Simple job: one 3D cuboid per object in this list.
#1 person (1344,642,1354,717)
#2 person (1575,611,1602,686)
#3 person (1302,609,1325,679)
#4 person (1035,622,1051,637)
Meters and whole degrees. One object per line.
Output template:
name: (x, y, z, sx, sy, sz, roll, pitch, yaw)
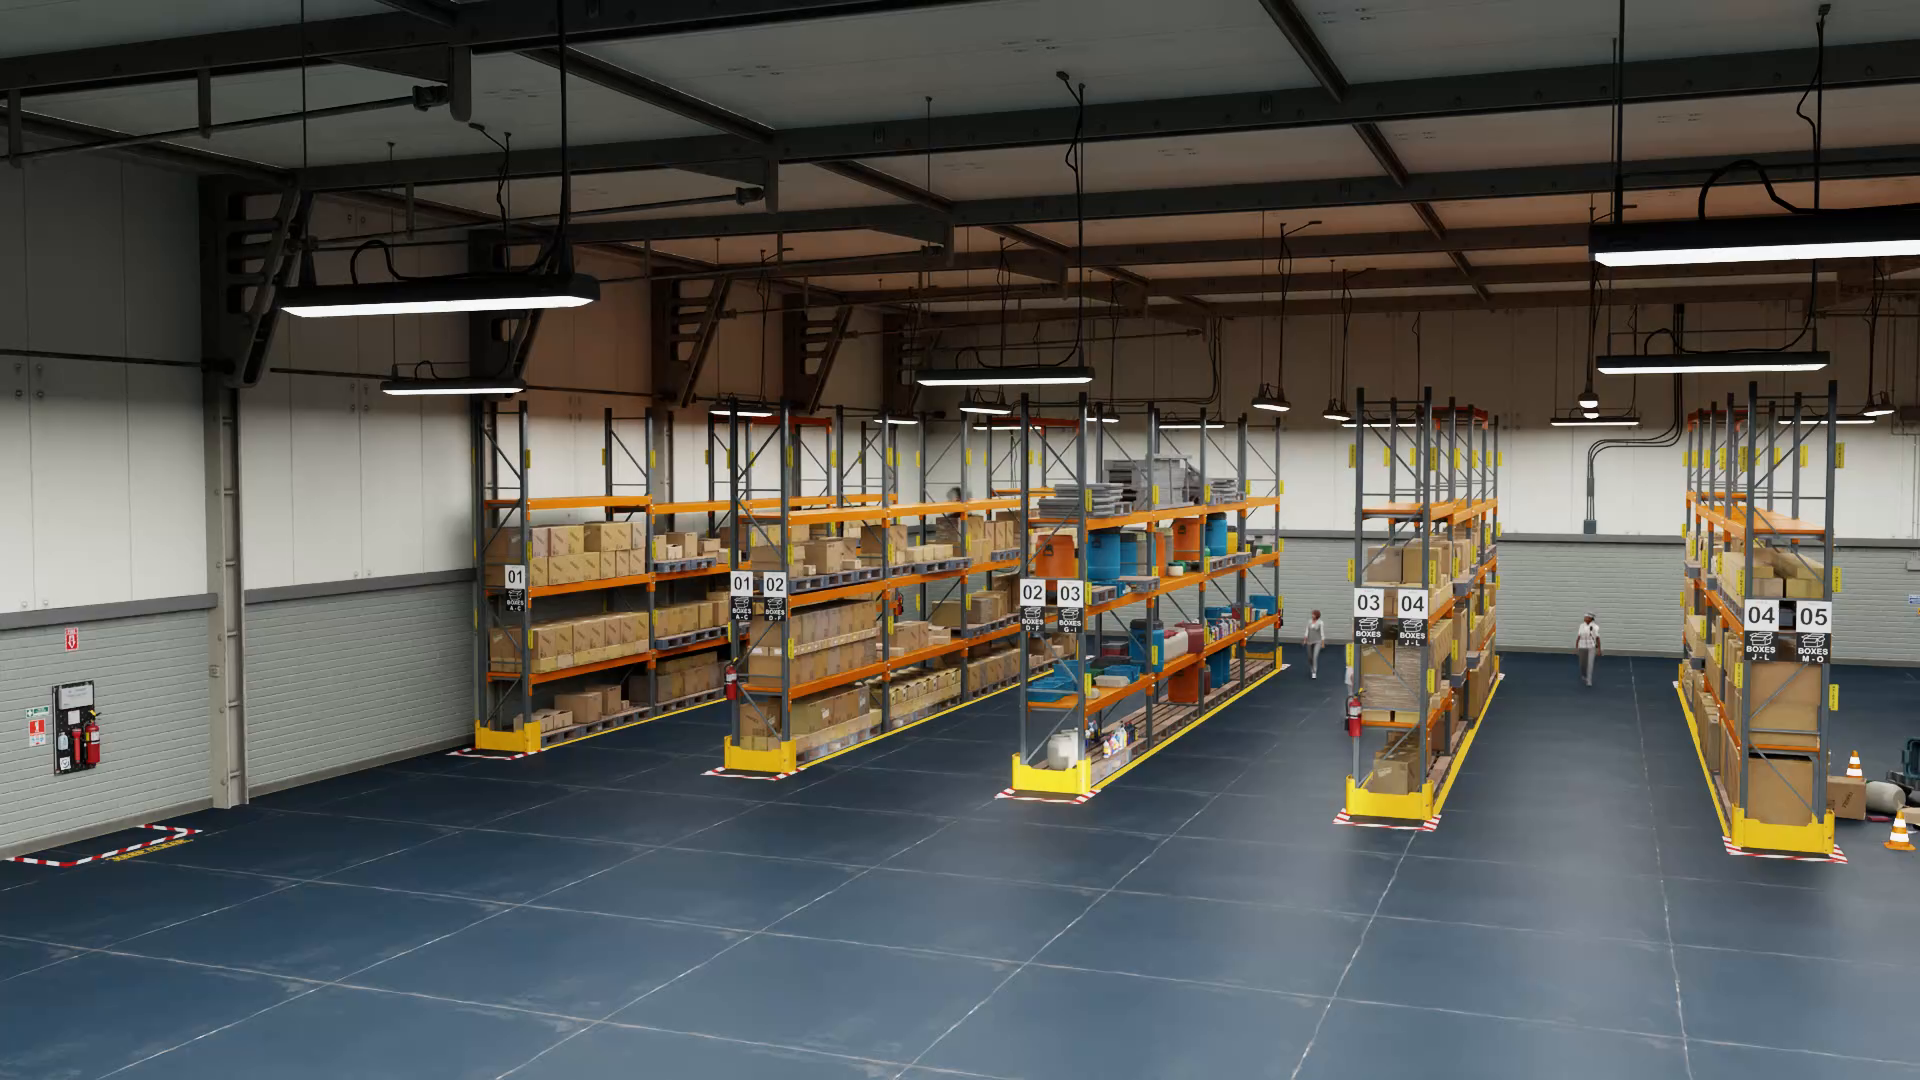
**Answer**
person: (7.672, 2.546, 31.894, 0.528, 1.768, 0.658, -1, 3, -18)
person: (13.937, 2.384, 36.872, 0.556, 1.647, 0.792, 1, 3, 26)
person: (8.119, 2.363, 38.127, 0.501, 1.553, 0.805, 1, 3, 20)
person: (2.126, 2.040, 42.945, 0.564, 1.756, 0.713, -1, 3, -27)
